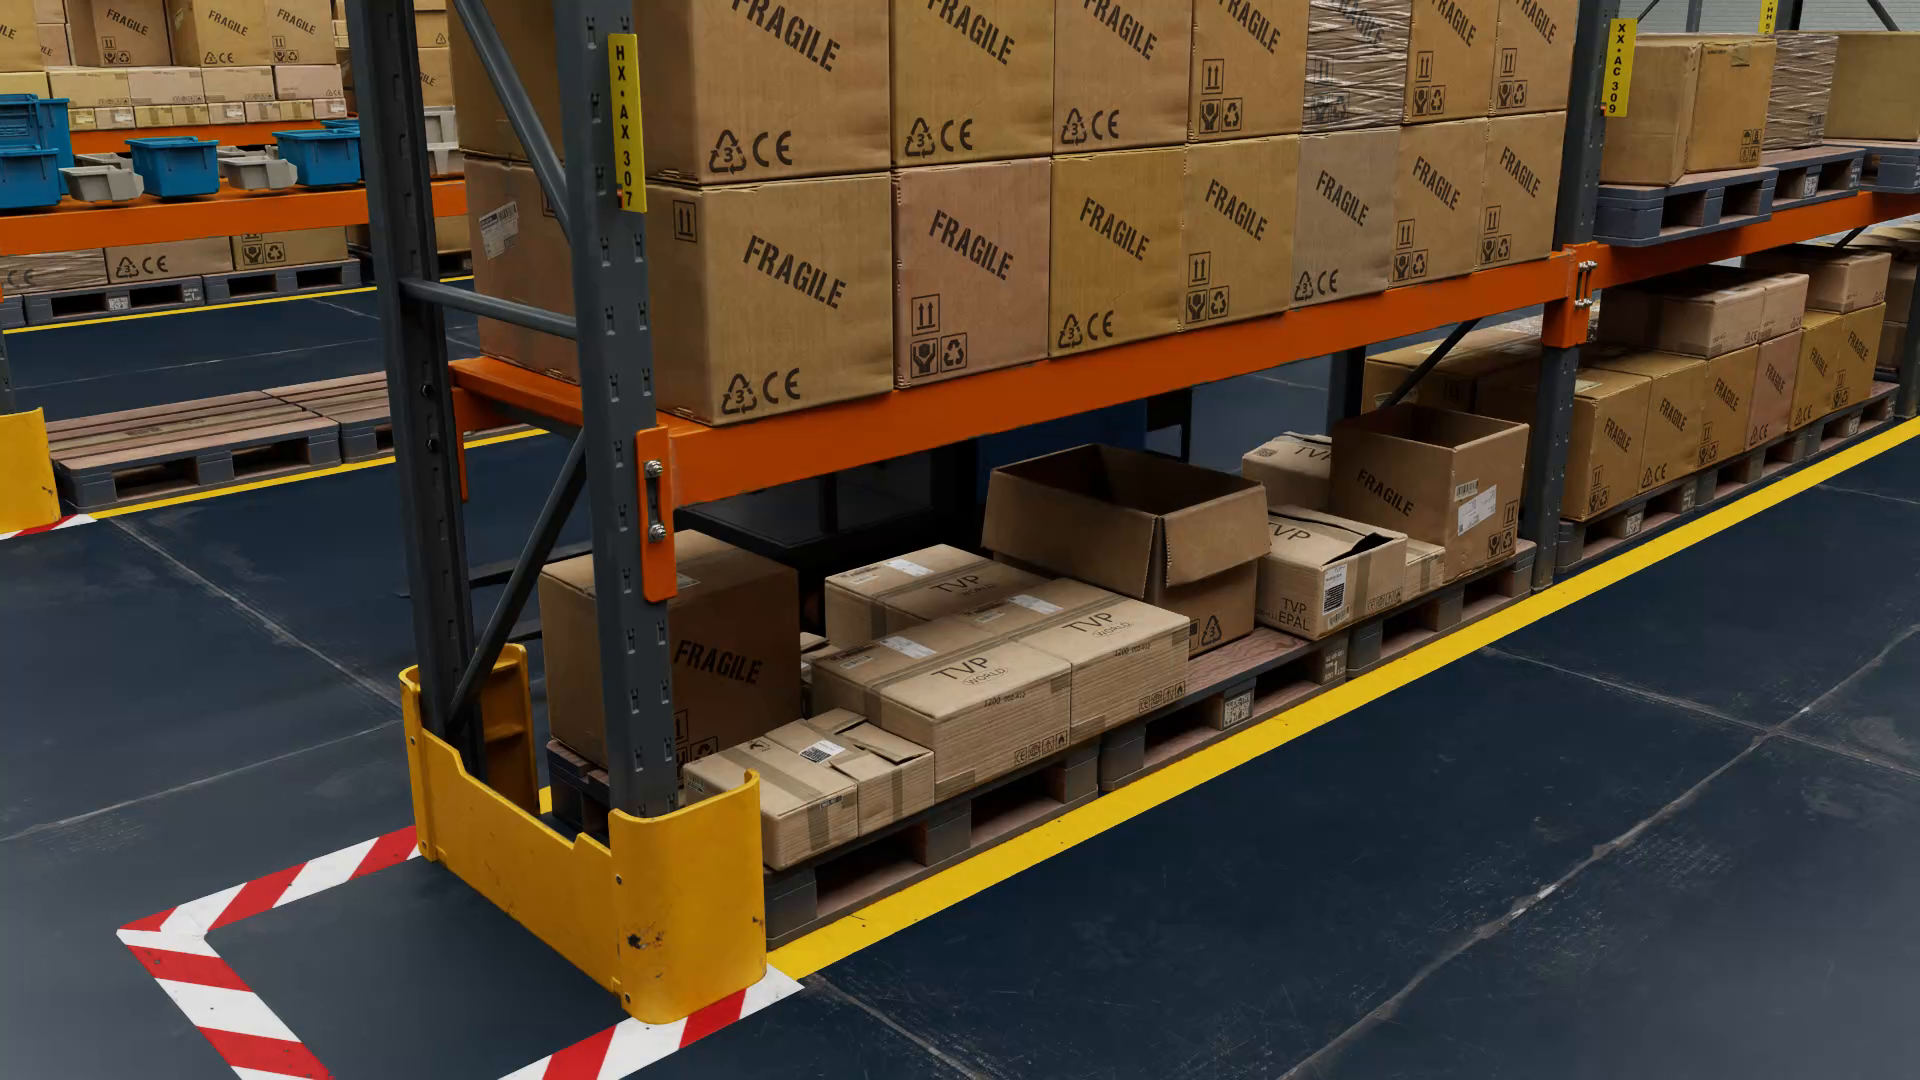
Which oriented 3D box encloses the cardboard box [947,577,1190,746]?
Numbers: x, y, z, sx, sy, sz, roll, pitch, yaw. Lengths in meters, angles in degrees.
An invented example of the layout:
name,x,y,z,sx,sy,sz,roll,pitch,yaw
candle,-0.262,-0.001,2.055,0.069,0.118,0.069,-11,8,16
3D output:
name,x,y,z,sx,sy,sz,roll,pitch,yaw
cardboard box,0.312,0.338,4.824,0.500,0.250,0.500,-16,24,-41

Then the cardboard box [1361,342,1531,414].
name,x,y,z,sx,sy,sz,roll,pitch,yaw
cardboard box,2.064,-0.534,7.108,0.500,0.500,0.500,-16,24,-41

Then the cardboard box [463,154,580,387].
name,x,y,z,sx,sy,sz,roll,pitch,yaw
cardboard box,-0.866,-0.701,4.121,0.500,0.500,0.500,-15,23,-39

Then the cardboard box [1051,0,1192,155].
name,x,y,z,sx,sy,sz,roll,pitch,yaw
cardboard box,0.241,-1.273,4.264,0.500,0.500,0.500,-16,24,-40

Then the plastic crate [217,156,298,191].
name,x,y,z,sx,sy,sz,roll,pitch,yaw
plastic crate,-3.217,-1.683,7.643,0.298,0.136,0.250,-16,24,-41

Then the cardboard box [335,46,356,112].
name,x,y,z,sx,sy,sz,roll,pitch,yaw
cardboard box,-4.749,-3.774,13.598,0.500,0.500,0.500,-16,24,-41

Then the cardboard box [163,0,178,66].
name,x,y,z,sx,sy,sz,roll,pitch,yaw
cardboard box,-5.788,-3.846,12.528,0.500,0.500,0.500,-16,24,-41

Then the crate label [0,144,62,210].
name,x,y,z,sx,sy,sz,roll,pitch,yaw
crate label,-3.999,-1.536,7.032,0.303,0.233,0.416,-16,24,-41

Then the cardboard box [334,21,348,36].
name,x,y,z,sx,sy,sz,roll,pitch,yaw
cardboard box,-6.501,-5.375,17.460,0.250,0.149,0.380,-15,23,-39

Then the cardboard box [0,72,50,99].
name,x,y,z,sx,sy,sz,roll,pitch,yaw
cardboard box,-6.533,-3.047,11.280,0.500,0.250,0.500,17,25,42

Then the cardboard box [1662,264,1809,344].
name,x,y,z,sx,sy,sz,roll,pitch,yaw
cardboard box,3.512,-1.088,7.601,0.500,0.250,0.500,-17,24,-42

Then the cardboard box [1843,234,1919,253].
name,x,y,z,sx,sy,sz,roll,pitch,yaw
cardboard box,5.762,-1.735,10.341,0.500,0.311,0.500,-16,24,-41

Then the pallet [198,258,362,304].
name,x,y,z,sx,sy,sz,roll,pitch,yaw
pallet,-5.508,-2.096,13.106,1.213,0.211,1.003,-16,24,-41

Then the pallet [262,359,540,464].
name,x,y,z,sx,sy,sz,roll,pitch,yaw
pallet,-2.893,-0.705,8.817,1.213,0.211,1.003,-16,24,-41

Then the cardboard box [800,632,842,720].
name,x,y,z,sx,sy,sz,roll,pitch,yaw
cardboard box,-0.423,0.405,4.753,0.250,0.166,0.380,-16,24,-41

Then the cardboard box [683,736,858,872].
name,x,y,z,sx,sy,sz,roll,pitch,yaw
cardboard box,-0.464,0.638,4.063,0.250,0.149,0.380,-16,24,-41

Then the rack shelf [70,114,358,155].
name,x,y,z,sx,sy,sz,roll,pitch,yaw
rack shelf,-6.355,-2.800,11.923,4.000,0.370,1.077,-16,24,-41

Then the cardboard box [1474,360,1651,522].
name,x,y,z,sx,sy,sz,roll,pitch,yaw
cardboard box,2.421,-0.413,6.735,0.500,0.500,0.500,17,24,41

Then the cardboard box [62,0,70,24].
name,x,y,z,sx,sy,sz,roll,pitch,yaw
cardboard box,-8.392,-5.203,15.904,0.500,0.500,0.500,17,24,42

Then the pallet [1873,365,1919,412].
name,x,y,z,sx,sy,sz,roll,pitch,yaw
pallet,5.433,-1.032,9.825,1.213,0.211,1.003,-16,24,-41

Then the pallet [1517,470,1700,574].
name,x,y,z,sx,sy,sz,roll,pitch,yaw
pallet,2.467,-0.199,7.257,1.213,0.211,1.003,-16,24,-41

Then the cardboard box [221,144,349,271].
name,x,y,z,sx,sy,sz,roll,pitch,yaw
cardboard box,-5.436,-2.633,13.006,0.875,0.875,0.875,-16,24,-41

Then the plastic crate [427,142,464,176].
name,x,y,z,sx,sy,sz,roll,pitch,yaw
plastic crate,-2.557,-1.923,8.381,0.466,0.136,0.293,-16,24,-41

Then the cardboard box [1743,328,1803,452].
name,x,y,z,sx,sy,sz,roll,pitch,yaw
cardboard box,3.537,-0.740,7.743,0.500,0.500,0.500,17,24,42

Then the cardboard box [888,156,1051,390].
name,x,y,z,sx,sy,sz,roll,pitch,yaw
cardboard box,-0.130,-0.690,4.089,0.500,0.500,0.500,-17,24,-41

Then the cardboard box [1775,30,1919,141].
name,x,y,z,sx,sy,sz,roll,pitch,yaw
cardboard box,4.428,-2.281,8.314,0.700,0.500,0.500,9,20,26

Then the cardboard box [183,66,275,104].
name,x,y,z,sx,sy,sz,roll,pitch,yaw
cardboard box,-5.416,-3.373,12.287,0.500,0.250,0.500,-15,23,-39

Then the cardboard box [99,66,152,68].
name,x,y,z,sx,sy,sz,roll,pitch,yaw
cardboard box,-6.160,-3.380,12.306,0.500,0.250,0.500,-16,24,-39

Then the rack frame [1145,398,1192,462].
name,x,y,z,sx,sy,sz,roll,pitch,yaw
rack frame,0.909,-1.264,7.478,0.015,2.100,0.400,-16,24,-41

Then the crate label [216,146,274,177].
name,x,y,z,sx,sy,sz,roll,pitch,yaw
crate label,-3.531,-1.847,8.149,0.243,0.136,0.396,-16,24,-41

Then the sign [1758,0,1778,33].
name,x,y,z,sx,sy,sz,roll,pitch,yaw
sign,4.425,-2.867,9.087,0.005,0.325,0.100,-16,24,-41

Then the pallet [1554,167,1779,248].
name,x,y,z,sx,sy,sz,roll,pitch,yaw
pallet,2.558,-1.399,6.746,1.213,0.211,1.003,-16,24,-41

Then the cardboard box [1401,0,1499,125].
name,x,y,z,sx,sy,sz,roll,pitch,yaw
cardboard box,1.342,-1.594,5.254,0.500,0.500,0.500,-17,24,-42

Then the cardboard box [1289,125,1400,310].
name,x,y,z,sx,sy,sz,roll,pitch,yaw
cardboard box,0.970,-1.010,5.075,0.500,0.500,0.500,-16,24,-40

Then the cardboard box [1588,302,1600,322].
name,x,y,z,sx,sy,sz,roll,pitch,yaw
cardboard box,3.161,-0.851,8.087,0.500,0.500,0.500,17,25,42

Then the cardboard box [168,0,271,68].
name,x,y,z,sx,sy,sz,roll,pitch,yaw
cardboard box,-5.419,-3.730,12.171,0.500,0.500,0.500,-16,24,-40

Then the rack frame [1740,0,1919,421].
name,x,y,z,sx,sy,sz,roll,pitch,yaw
rack frame,4.808,-2.193,8.884,0.127,3.000,1.000,-16,24,-41

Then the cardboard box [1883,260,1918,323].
name,x,y,z,sx,sy,sz,roll,pitch,yaw
cardboard box,5.391,-1.396,9.296,0.500,0.311,0.500,-15,23,-39

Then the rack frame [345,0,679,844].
name,x,y,z,sx,sy,sz,roll,pitch,yaw
rack frame,-1.005,-0.497,3.655,0.127,3.000,1.000,-16,24,-41

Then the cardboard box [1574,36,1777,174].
name,x,y,z,sx,sy,sz,roll,pitch,yaw
cardboard box,2.856,-1.803,6.838,0.500,0.500,0.700,-12,21,-32

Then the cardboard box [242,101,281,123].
name,x,y,z,sx,sy,sz,roll,pitch,yaw
cardboard box,-5.271,-3.199,12.396,0.250,0.149,0.380,-17,24,-42

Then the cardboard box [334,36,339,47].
name,x,y,z,sx,sy,sz,roll,pitch,yaw
cardboard box,-6.684,-5.180,17.342,0.250,0.149,0.380,-17,24,-42

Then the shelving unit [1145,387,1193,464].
name,x,y,z,sx,sy,sz,roll,pitch,yaw
shelving unit,0.732,-1.212,7.319,0.503,2.100,0.431,-16,24,-41

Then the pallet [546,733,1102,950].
name,x,y,z,sx,sy,sz,roll,pitch,yaw
pallet,-0.371,0.644,4.657,1.213,0.211,1.003,-16,24,-41

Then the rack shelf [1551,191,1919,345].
name,x,y,z,sx,sy,sz,roll,pitch,yaw
rack shelf,3.355,-1.427,7.688,4.000,0.370,1.077,-16,24,-41

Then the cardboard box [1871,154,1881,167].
name,x,y,z,sx,sy,sz,roll,pitch,yaw
cardboard box,5.103,-2.218,9.105,0.500,0.311,0.500,-14,23,-37

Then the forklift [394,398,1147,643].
name,x,y,z,sx,sy,sz,roll,pitch,yaw
forklift,-0.614,-1.248,6.080,3.031,2.935,1.130,-16,24,-41

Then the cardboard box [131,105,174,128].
name,x,y,z,sx,sy,sz,roll,pitch,yaw
cardboard box,-5.831,-3.036,11.892,0.250,0.149,0.380,-17,24,-42

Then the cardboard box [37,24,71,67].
name,x,y,z,sx,sy,sz,roll,pitch,yaw
cardboard box,-8.771,-4.612,15.702,0.500,0.500,0.500,-17,25,-42

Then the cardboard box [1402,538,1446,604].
name,x,y,z,sx,sy,sz,roll,pitch,yaw
cardboard box,1.452,0.079,5.786,0.250,0.149,0.380,-16,24,-41
